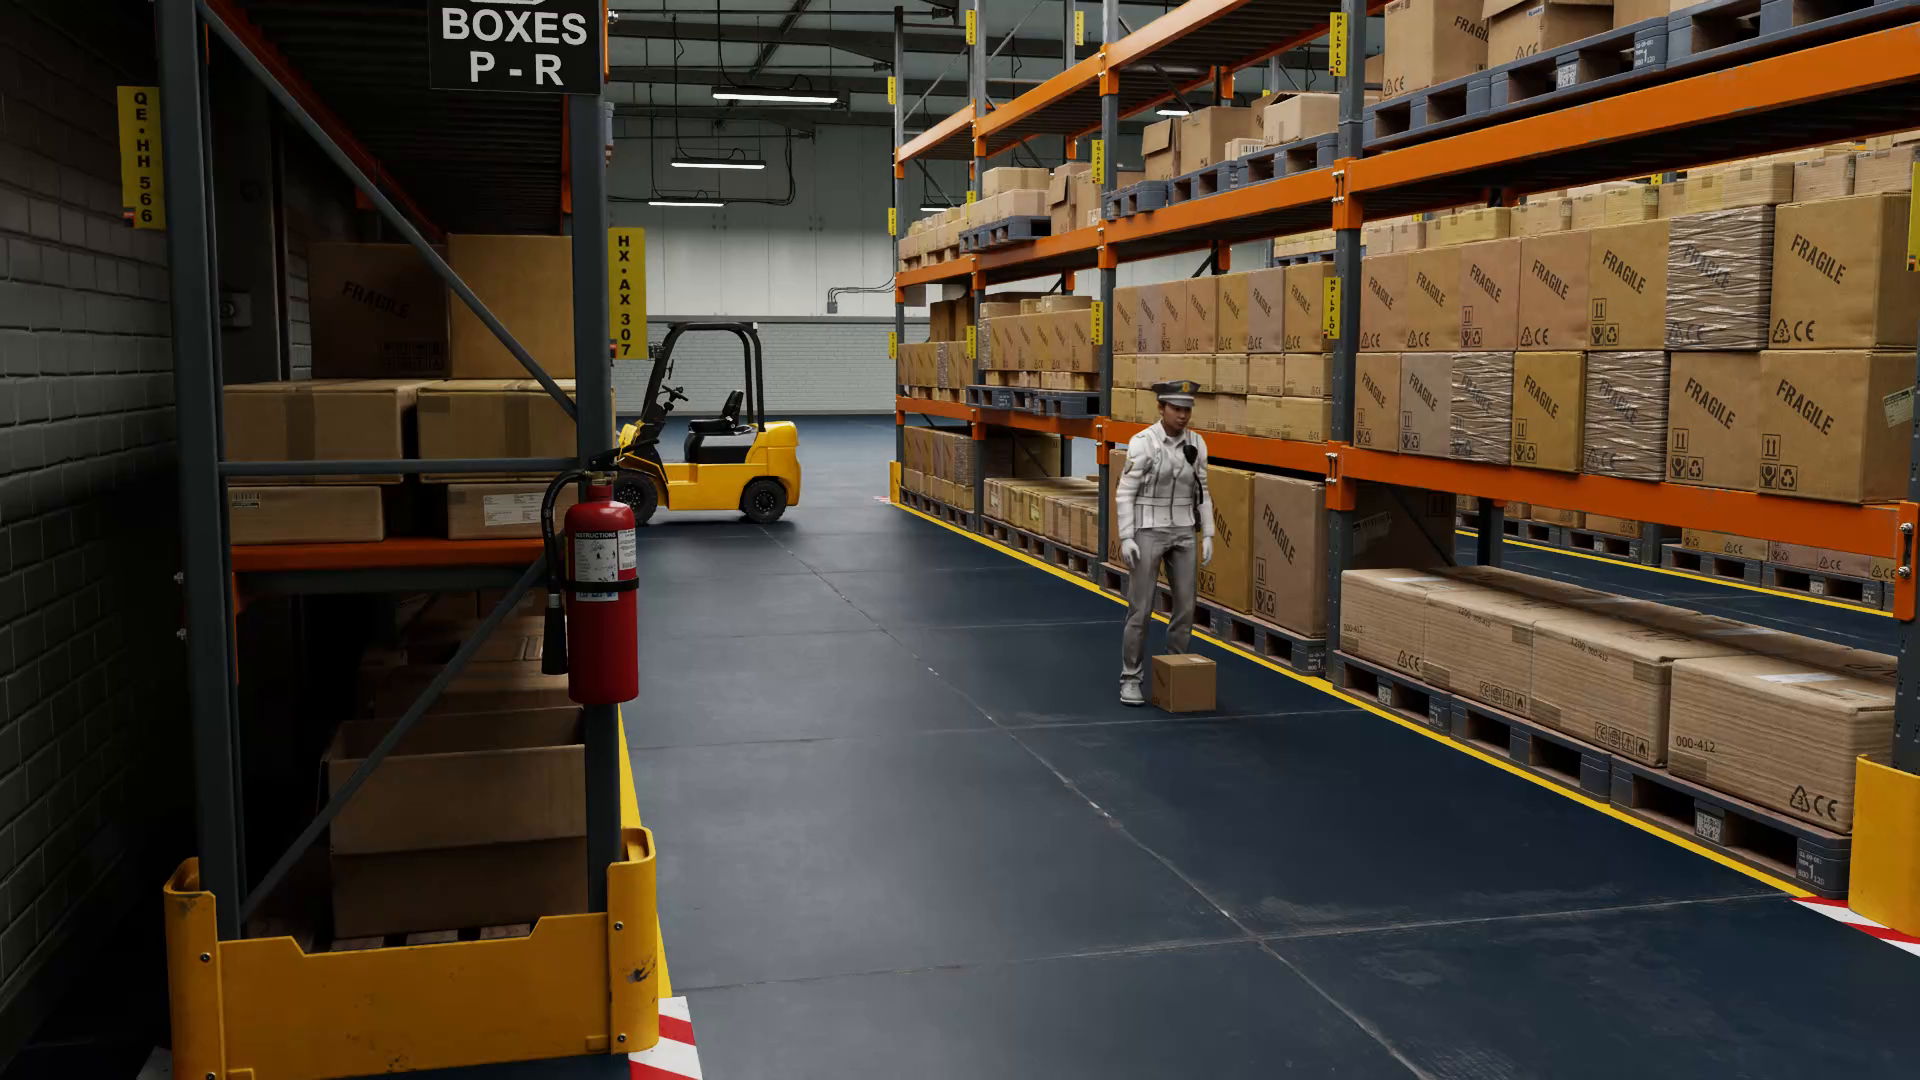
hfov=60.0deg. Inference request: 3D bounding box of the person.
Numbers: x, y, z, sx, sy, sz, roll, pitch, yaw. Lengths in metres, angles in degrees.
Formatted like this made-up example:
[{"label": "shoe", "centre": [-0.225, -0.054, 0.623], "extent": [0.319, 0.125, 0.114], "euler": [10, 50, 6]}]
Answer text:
[{"label": "person", "centre": [1.070, 0.003, 8.633], "extent": [0.543, 1.664, 0.373], "euler": [-2, 6, -16]}]
